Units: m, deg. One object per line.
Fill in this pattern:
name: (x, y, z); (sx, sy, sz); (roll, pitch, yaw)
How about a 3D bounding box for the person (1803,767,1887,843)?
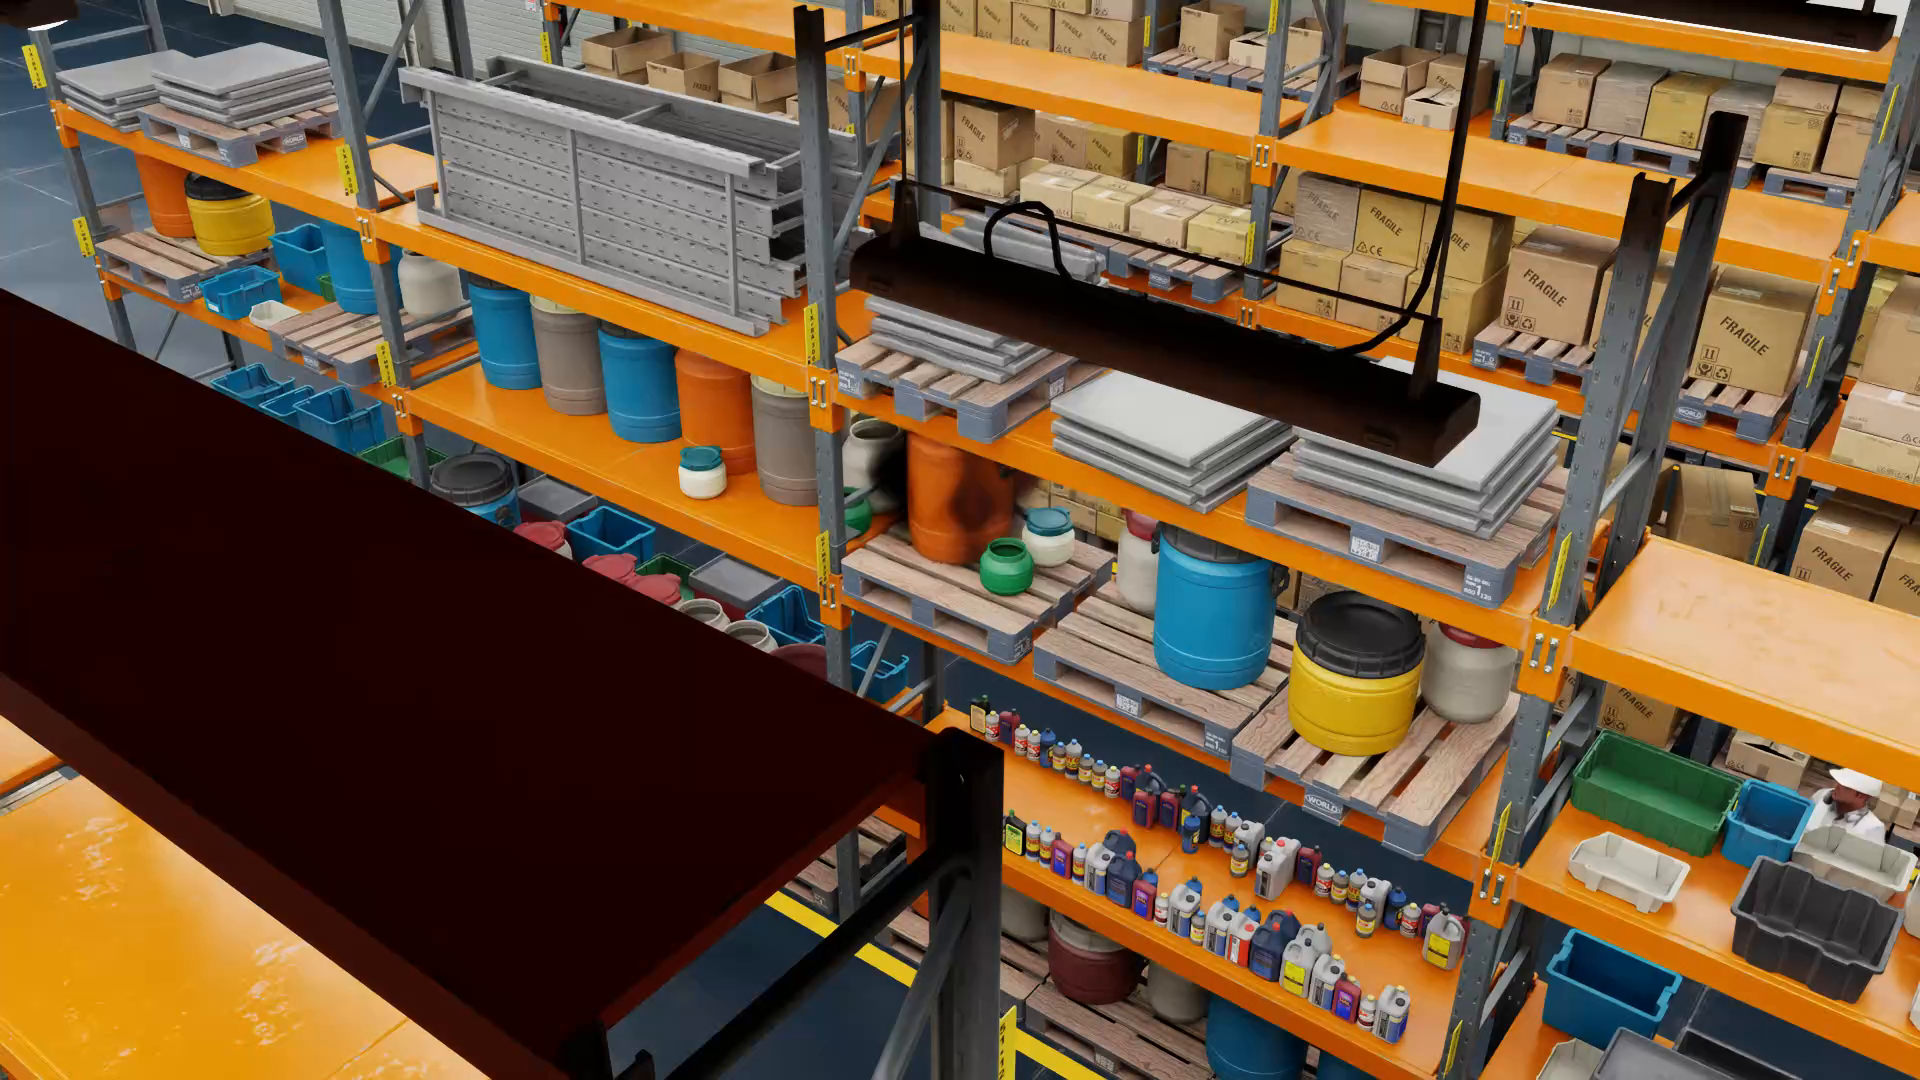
person: (5.270, 1.778, 9.989); (0.374, 1.060, 0.567); (-20, 37, -29)
